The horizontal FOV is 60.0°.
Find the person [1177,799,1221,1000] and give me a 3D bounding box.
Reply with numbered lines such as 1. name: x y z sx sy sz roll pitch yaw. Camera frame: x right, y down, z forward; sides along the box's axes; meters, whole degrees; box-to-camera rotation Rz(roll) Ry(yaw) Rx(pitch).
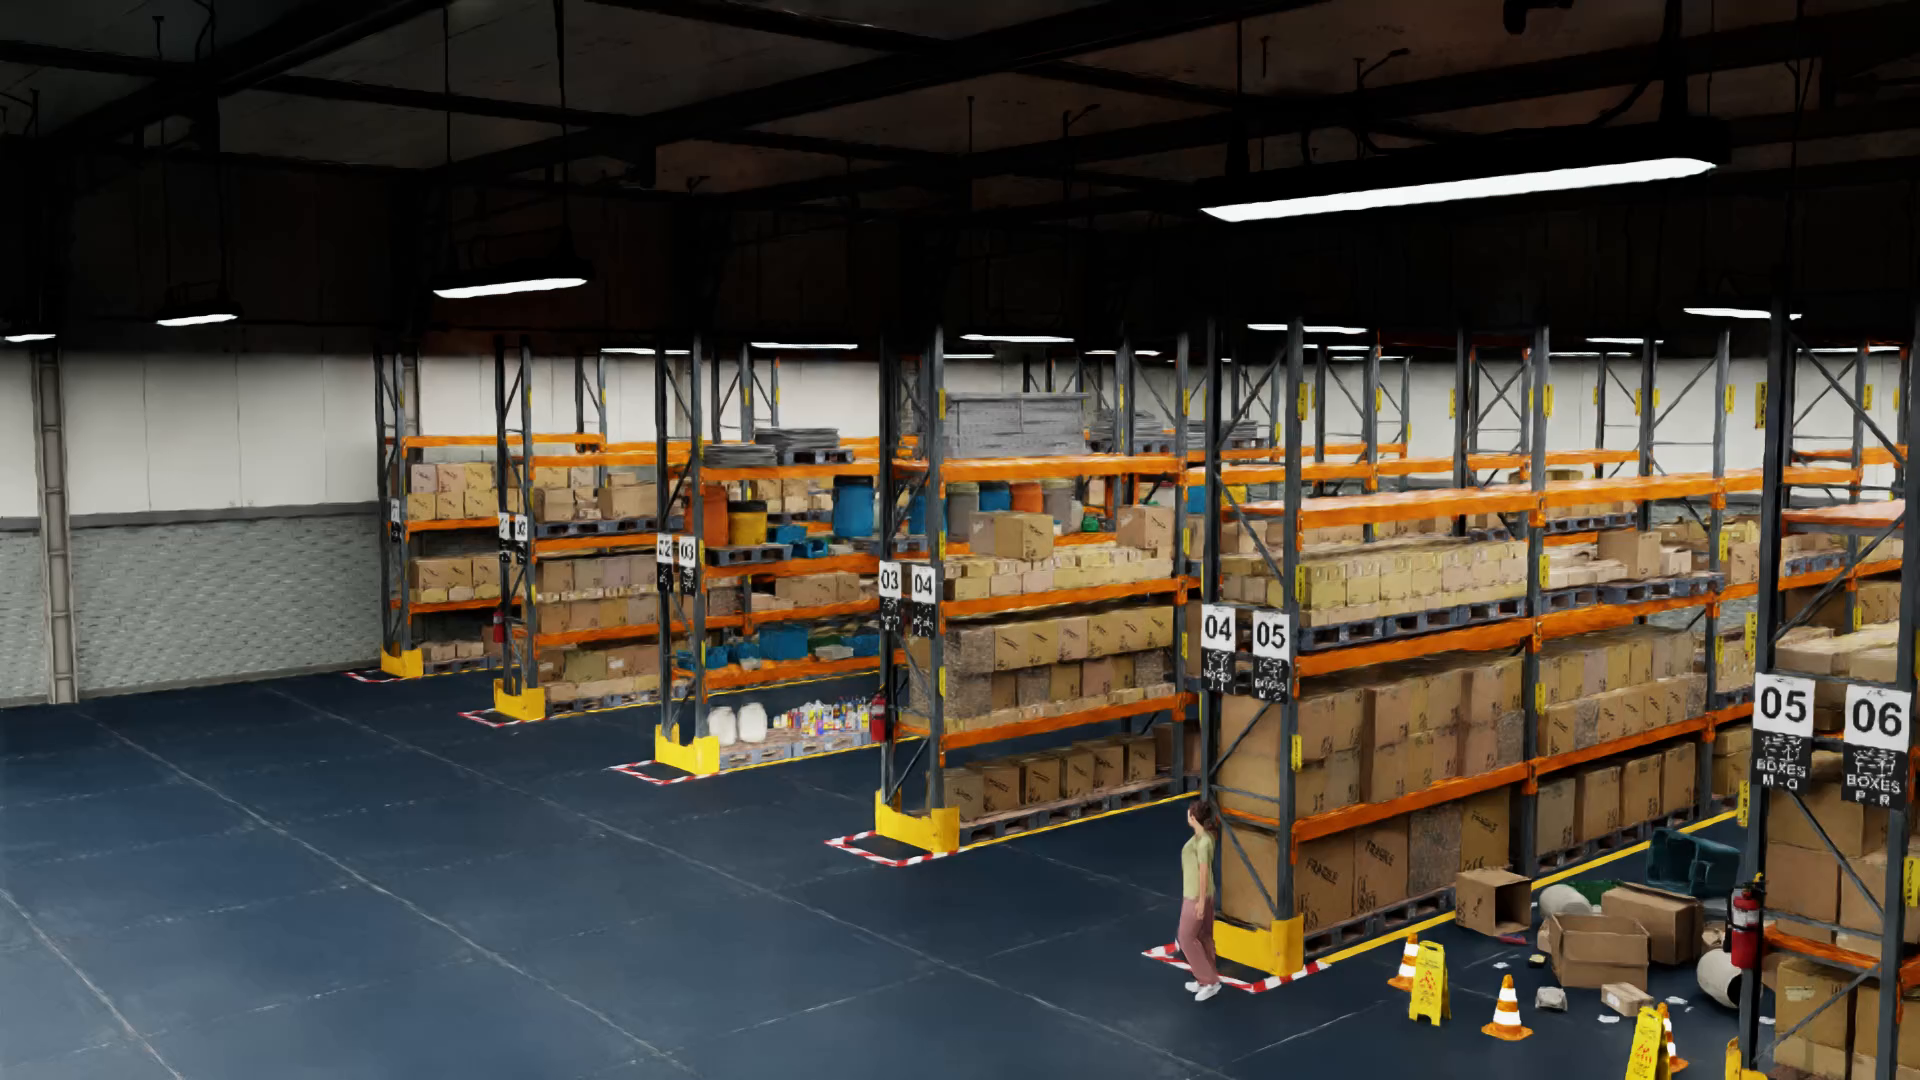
1. person: 2.051 3.041 14.124 0.373 1.667 0.571 2 5 17
